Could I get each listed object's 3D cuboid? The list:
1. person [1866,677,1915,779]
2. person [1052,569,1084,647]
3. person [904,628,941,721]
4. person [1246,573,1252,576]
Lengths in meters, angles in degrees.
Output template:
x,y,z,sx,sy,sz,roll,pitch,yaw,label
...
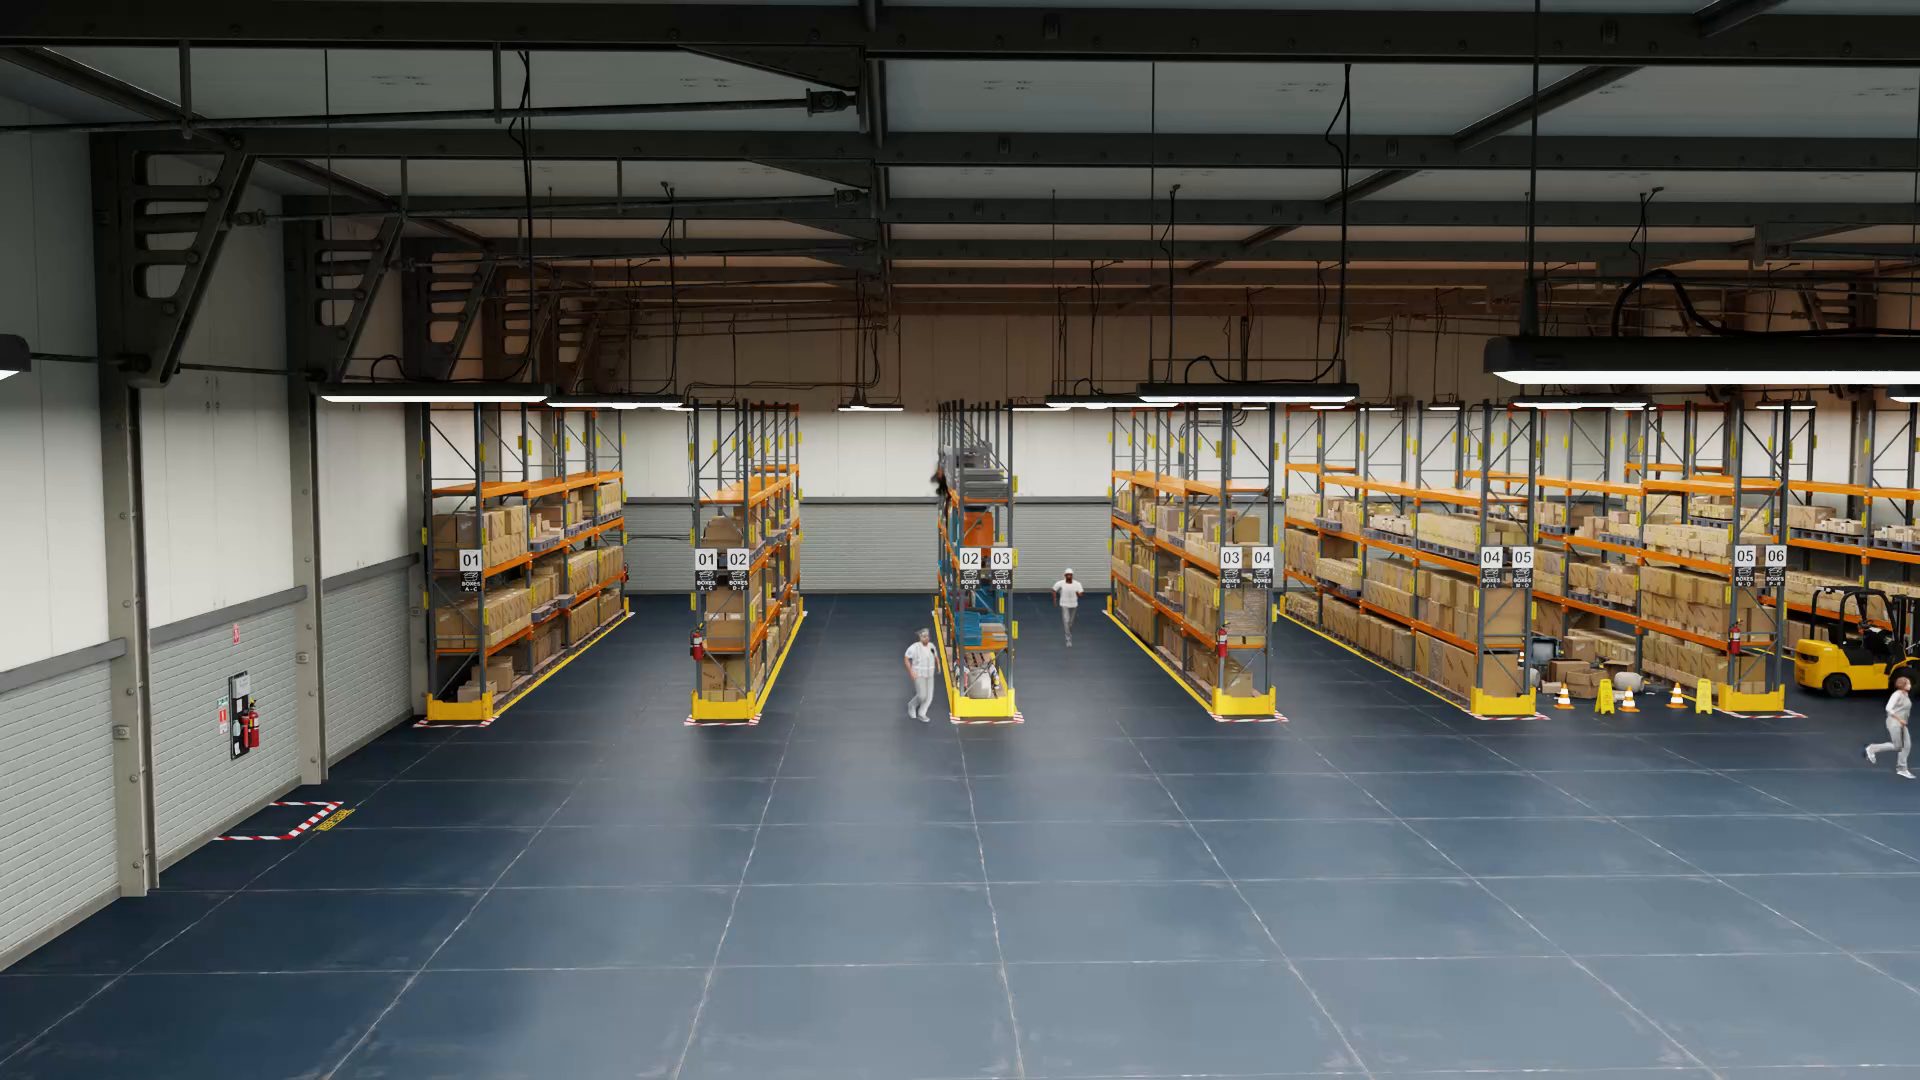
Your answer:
x,y,z,sx,sy,sz,roll,pitch,yaw,label
14.834,2.947,26.415,0.566,1.582,0.750,-4,6,-41,person
2.552,1.564,38.916,0.693,1.789,0.879,-1,4,-13,person
-0.665,2.505,30.986,0.680,1.746,0.604,-3,5,-34,person
8.571,1.259,48.124,0.758,1.617,0.725,3,5,33,person
